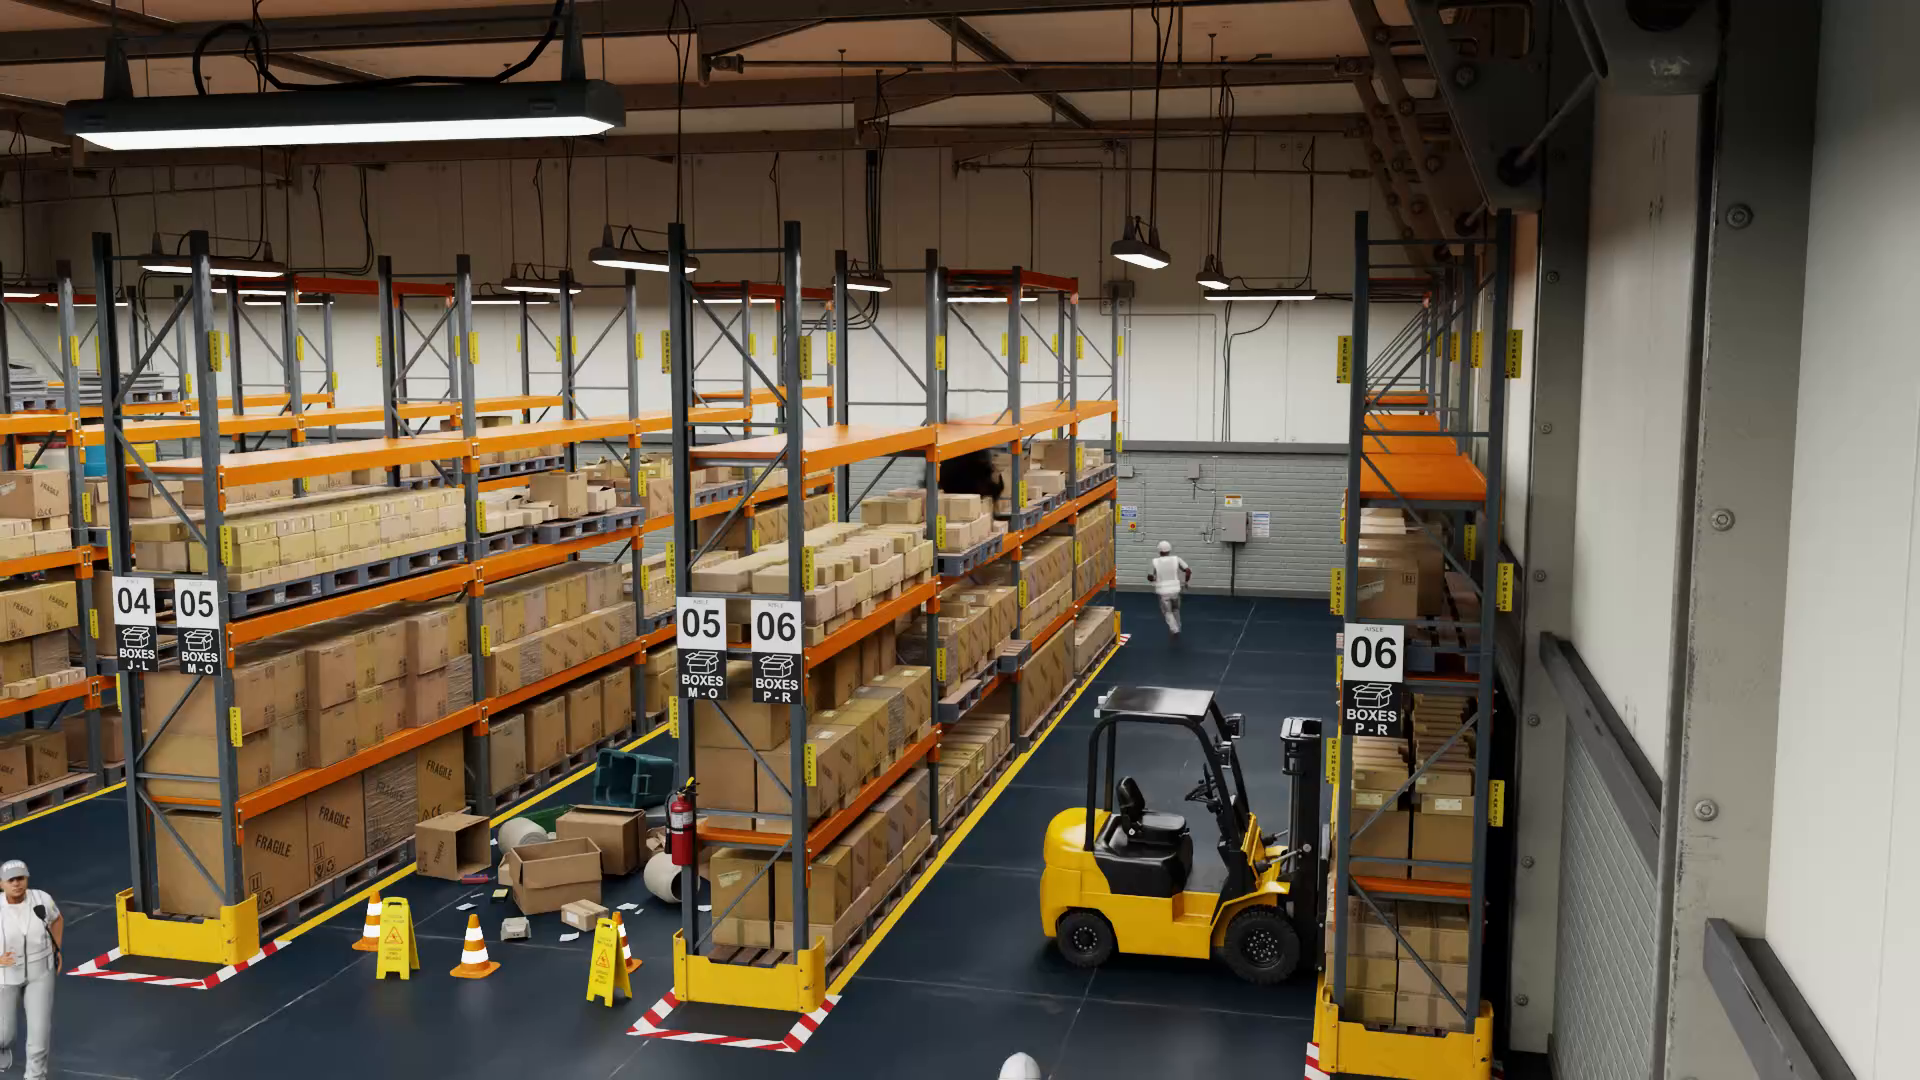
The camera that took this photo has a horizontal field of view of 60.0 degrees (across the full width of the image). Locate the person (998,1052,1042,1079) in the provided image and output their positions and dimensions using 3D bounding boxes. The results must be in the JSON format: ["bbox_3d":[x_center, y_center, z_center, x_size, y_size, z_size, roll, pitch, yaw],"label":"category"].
[{"bbox_3d":[0.334,3.312,8.101,0.734,1.740,0.799,1,7,7],"label":"person"}]

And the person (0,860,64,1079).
[{"bbox_3d":[-6.435,2.973,11.375,0.619,1.637,0.747,-6,9,-40],"label":"person"}]

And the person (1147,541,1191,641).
[{"bbox_3d":[3.503,0.893,28.031,0.720,1.753,0.905,-1,7,-5],"label":"person"}]
